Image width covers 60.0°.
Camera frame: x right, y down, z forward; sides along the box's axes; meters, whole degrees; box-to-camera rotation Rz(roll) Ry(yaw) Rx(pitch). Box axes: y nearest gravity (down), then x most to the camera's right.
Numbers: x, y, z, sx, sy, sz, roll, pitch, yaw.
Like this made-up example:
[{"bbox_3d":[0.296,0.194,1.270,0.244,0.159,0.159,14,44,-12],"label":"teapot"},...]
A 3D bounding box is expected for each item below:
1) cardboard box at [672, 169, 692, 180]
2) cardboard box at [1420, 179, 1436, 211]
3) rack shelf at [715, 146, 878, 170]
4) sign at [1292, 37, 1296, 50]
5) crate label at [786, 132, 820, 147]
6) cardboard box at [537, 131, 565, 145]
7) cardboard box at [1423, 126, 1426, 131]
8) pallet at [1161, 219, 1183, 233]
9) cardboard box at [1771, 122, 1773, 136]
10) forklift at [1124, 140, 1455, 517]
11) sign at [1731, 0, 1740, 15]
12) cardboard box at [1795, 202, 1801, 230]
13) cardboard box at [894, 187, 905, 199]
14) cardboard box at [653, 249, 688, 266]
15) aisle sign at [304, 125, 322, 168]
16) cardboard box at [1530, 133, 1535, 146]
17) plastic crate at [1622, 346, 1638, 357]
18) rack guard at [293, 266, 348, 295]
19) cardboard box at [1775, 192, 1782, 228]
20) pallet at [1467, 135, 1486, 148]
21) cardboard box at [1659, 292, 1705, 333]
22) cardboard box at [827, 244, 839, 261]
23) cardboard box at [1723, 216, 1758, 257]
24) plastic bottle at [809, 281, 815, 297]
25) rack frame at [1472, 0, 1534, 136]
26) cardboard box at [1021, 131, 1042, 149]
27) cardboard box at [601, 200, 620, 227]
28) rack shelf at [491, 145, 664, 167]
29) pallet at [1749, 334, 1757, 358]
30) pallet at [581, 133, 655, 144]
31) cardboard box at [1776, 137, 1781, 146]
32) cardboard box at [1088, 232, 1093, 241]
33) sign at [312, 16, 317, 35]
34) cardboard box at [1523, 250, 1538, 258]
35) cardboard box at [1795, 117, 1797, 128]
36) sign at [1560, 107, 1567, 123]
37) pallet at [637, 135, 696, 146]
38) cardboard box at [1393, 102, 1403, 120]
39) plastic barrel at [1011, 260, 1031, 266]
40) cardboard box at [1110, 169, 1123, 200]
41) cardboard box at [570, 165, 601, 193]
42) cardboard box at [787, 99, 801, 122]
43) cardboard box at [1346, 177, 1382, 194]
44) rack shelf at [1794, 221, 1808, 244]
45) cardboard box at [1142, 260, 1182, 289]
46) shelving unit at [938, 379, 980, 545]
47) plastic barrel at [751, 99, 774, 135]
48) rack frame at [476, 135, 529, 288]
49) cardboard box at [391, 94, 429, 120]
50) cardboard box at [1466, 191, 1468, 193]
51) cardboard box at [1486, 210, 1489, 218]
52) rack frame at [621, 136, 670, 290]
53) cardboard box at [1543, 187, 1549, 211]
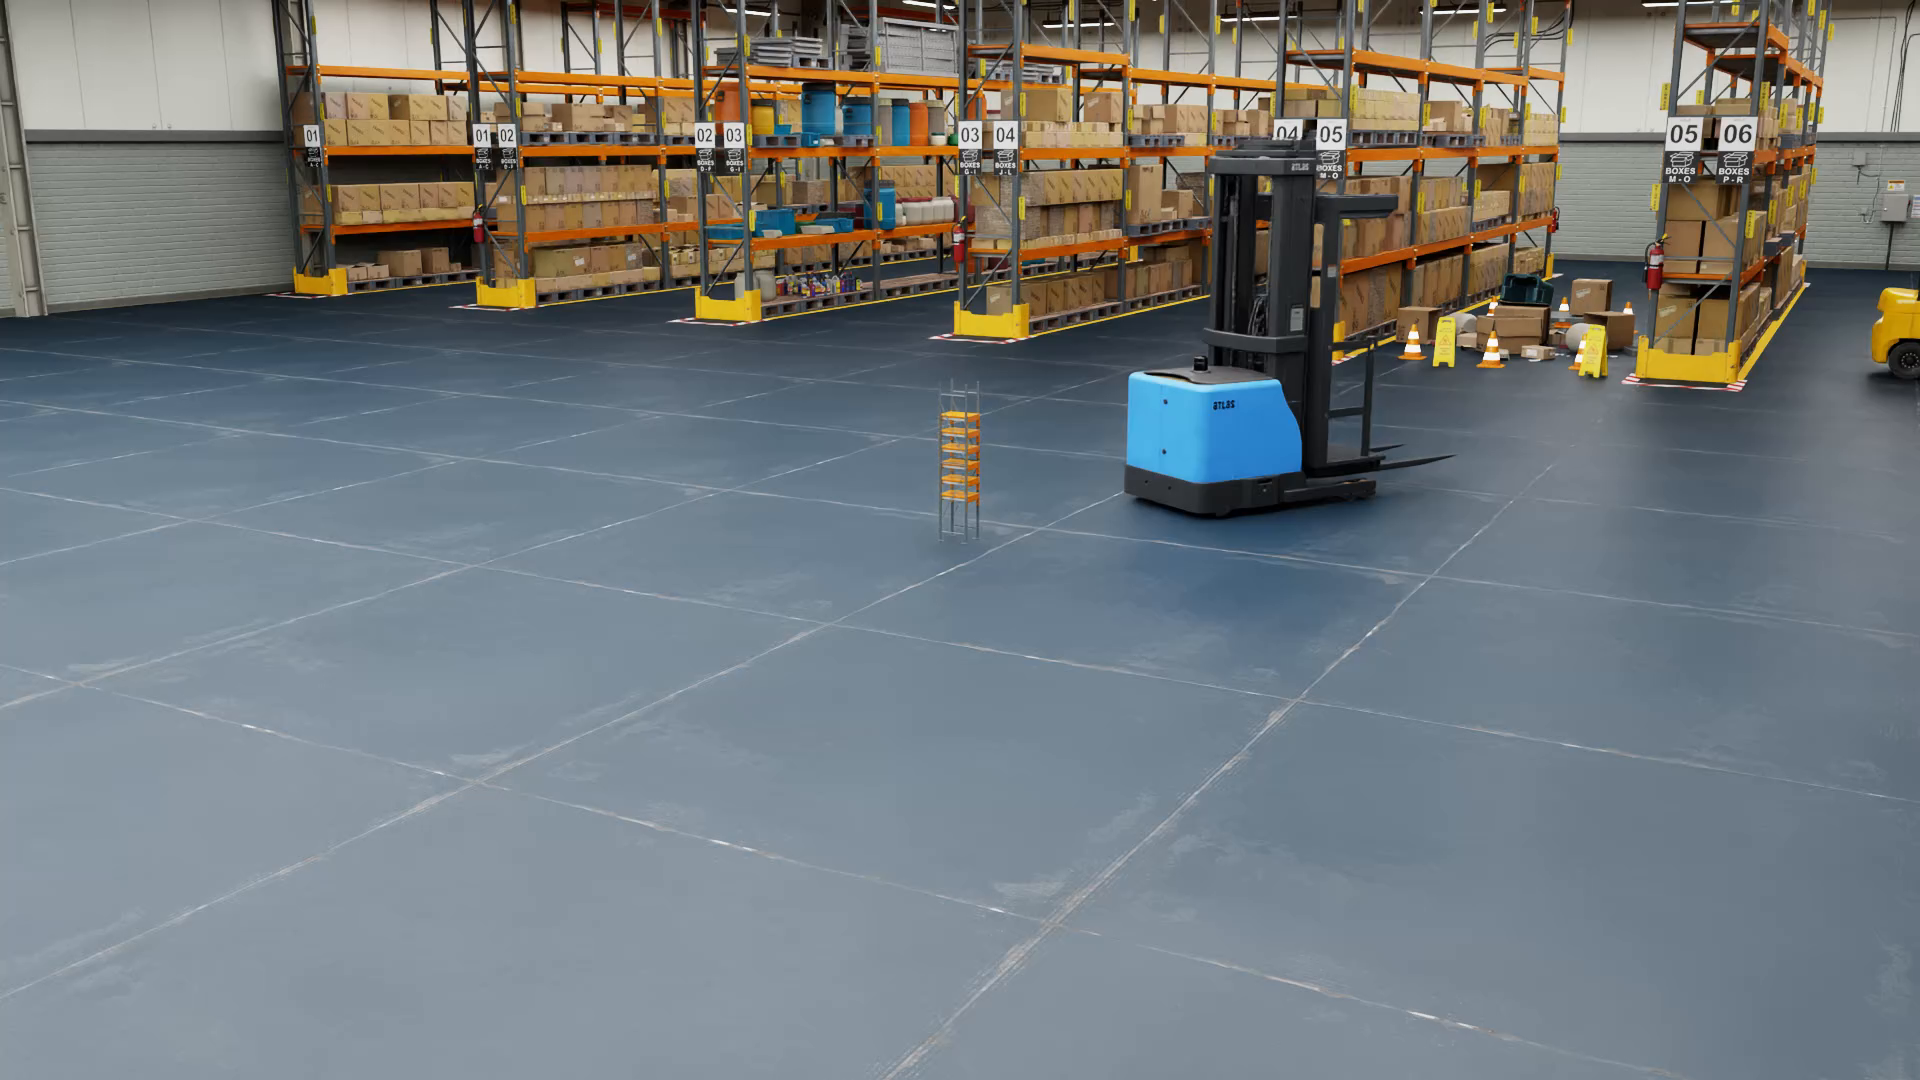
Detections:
[{"bbox_3d":[-7.019,-9.085,41.327,0.500,0.250,0.500,8,16,29],"label":"cardboard box"},{"bbox_3d":[7.399,-5.685,27.368,0.700,0.500,0.500,8,15,28],"label":"cardboard box"},{"bbox_3d":[-2.923,-6.681,28.979,1.077,0.370,4.000,7,15,28],"label":"rack shelf"},{"bbox_3d":[7.697,-11.395,38.267,0.100,0.325,0.005,7,15,28],"label":"sign"},{"bbox_3d":[-2.696,-6.894,28.647,0.502,0.251,0.408,7,15,28],"label":"crate label"},{"bbox_3d":[-9.403,-9.188,37.582,0.797,0.503,0.637,10,17,36],"label":"cardboard box"},{"bbox_3d":[7.183,-6.580,26.203,0.258,0.266,0.396,7,15,27],"label":"cardboard box"},{"bbox_3d":[3.392,-5.738,30.343,1.003,0.211,1.213,7,15,28],"label":"pallet"},{"bbox_3d":[10.574,-5.501,22.234,0.500,0.250,0.500,7,15,27],"label":"cardboard box"},{"bbox_3d":[2.902,-1.842,13.922,3.031,2.935,1.130,-8,16,-30],"label":"forklift"},{"bbox_3d":[12.500,-8.629,26.794,0.100,0.325,0.005,7,15,28],"label":"sign"},{"bbox_3d":[15.378,-6.055,31.036,0.500,0.500,0.500,8,16,30],"label":"cardboard box"},{"bbox_3d":[-1.694,-8.413,40.818,0.500,0.500,0.500,8,16,29],"label":"cardboard box"},{"bbox_3d":[-5.873,-5.741,33.721,0.500,0.311,0.500,7,15,28],"label":"cardboard box"},{"bbox_3d":[-12.335,-7.499,31.693,0.394,0.787,0.004,7,15,28],"label":"aisle sign"},{"bbox_3d":[11.229,-8.034,33.378,0.500,0.250,0.500,7,15,27],"label":"cardboard box"},{"bbox_3d":[9.578,-2.650,23.354,0.402,0.080,0.583,2,14,9],"label":"plastic crate"},{"bbox_3d":[-12.526,-5.085,32.557,1.175,0.500,0.348,7,15,28],"label":"rack guard"},{"bbox_3d":[12.025,-4.962,24.972,0.500,0.500,0.500,7,15,28],"label":"cardboard box"},{"bbox_3d":[8.341,-6.887,28.705,1.213,0.211,1.003,8,16,31],"label":"pallet"},{"bbox_3d":[9.529,-3.011,21.994,0.500,0.500,0.500,8,16,30],"label":"cardboard box"},{"bbox_3d":[-3.144,-6.743,38.497,0.500,0.500,0.500,7,15,26],"label":"cardboard box"},{"bbox_3d":[10.085,-3.948,21.662,0.500,0.500,0.500,7,15,27],"label":"cardboard box"},{"bbox_3d":[-2.616,-4.436,29.391,0.061,0.283,0.133,8,16,29],"label":"plastic bottle"},{"bbox_3d":[10.540,-9.396,32.308,1.000,3.000,0.127,7,15,28],"label":"rack frame"},{"bbox_3d":[0.905,-6.055,25.171,0.500,0.250,0.500,8,16,30],"label":"cardboard box"},{"bbox_3d":[-6.995,-6.290,32.010,0.700,0.500,0.500,8,16,29],"label":"cardboard box"},{"bbox_3d":[-7.258,-7.243,31.310,1.077,0.370,4.000,7,15,28],"label":"rack shelf"},{"bbox_3d":[10.761,-2.801,23.702,1.003,0.211,1.213,7,15,28],"label":"pallet"},{"bbox_3d":[-6.680,-7.782,32.200,1.003,0.211,1.213,7,15,28],"label":"pallet"},{"bbox_3d":[12.276,-6.311,25.692,0.797,0.503,0.637,7,15,28],"label":"cardboard box"},{"bbox_3d":[1.970,-5.027,27.520,0.380,0.149,0.250,7,15,28],"label":"cardboard box"},{"bbox_3d":[-12.088,-9.632,31.123,0.100,0.325,0.005,7,15,28],"label":"sign"},{"bbox_3d":[11.992,-6.051,35.149,0.380,0.149,0.250,8,16,30],"label":"cardboard box"},{"bbox_3d":[12.156,-6.172,24.760,0.500,0.250,0.500,7,15,27],"label":"cardboard box"},{"bbox_3d":[12.949,-9.122,35.682,0.100,0.325,0.005,7,15,28],"label":"sign"},{"bbox_3d":[-5.876,-8.092,33.707,0.805,0.209,1.217,7,15,26],"label":"pallet"},{"bbox_3d":[6.171,-6.285,24.379,0.500,0.250,0.500,7,15,28],"label":"cardboard box"},{"bbox_3d":[1.291,-6.553,36.895,0.600,0.901,0.708,7,15,28],"label":"plastic barrel"},{"bbox_3d":[2.403,-5.977,27.944,0.500,0.500,0.500,7,15,28],"label":"cardboard box"},{"bbox_3d":[-7.228,-6.823,31.453,0.700,0.500,0.500,7,15,28],"label":"cardboard box"},{"bbox_3d":[-3.894,-9.551,37.005,0.500,0.500,0.500,7,15,28],"label":"cardboard box"},{"bbox_3d":[5.669,-5.034,24.389,0.875,0.550,0.500,7,15,28],"label":"cardboard box"},{"bbox_3d":[15.889,-6.000,32.557,1.077,0.370,4.000,7,15,28],"label":"rack shelf"},{"bbox_3d":[3.750,-4.986,31.208,0.700,0.500,0.500,6,15,23],"label":"cardboard box"},{"bbox_3d":[-0.007,-0.580,12.381,0.258,1.200,0.189,7,15,28],"label":"shelving unit"},{"bbox_3d":[-3.450,-7.164,28.151,0.600,0.588,0.600,0,14,0],"label":"plastic barrel"},{"bbox_3d":[-8.224,-5.724,29.875,1.000,3.000,0.127,7,15,28],"label":"rack frame"},{"bbox_3d":[-11.133,-8.752,33.647,0.500,0.500,0.500,7,15,26],"label":"cardboard box"},{"bbox_3d":[9.691,-6.712,32.346,0.380,0.149,0.250,8,15,29],"label":"cardboard box"},{"bbox_3d":[9.638,-6.082,31.003,0.380,0.149,0.250,8,16,29],"label":"cardboard box"},{"bbox_3d":[-6.291,-6.544,33.279,1.000,3.000,0.127,7,15,28],"label":"rack frame"},{"bbox_3d":[12.228,-7.267,35.430,0.500,0.500,0.500,7,15,27],"label":"cardboard box"}]
